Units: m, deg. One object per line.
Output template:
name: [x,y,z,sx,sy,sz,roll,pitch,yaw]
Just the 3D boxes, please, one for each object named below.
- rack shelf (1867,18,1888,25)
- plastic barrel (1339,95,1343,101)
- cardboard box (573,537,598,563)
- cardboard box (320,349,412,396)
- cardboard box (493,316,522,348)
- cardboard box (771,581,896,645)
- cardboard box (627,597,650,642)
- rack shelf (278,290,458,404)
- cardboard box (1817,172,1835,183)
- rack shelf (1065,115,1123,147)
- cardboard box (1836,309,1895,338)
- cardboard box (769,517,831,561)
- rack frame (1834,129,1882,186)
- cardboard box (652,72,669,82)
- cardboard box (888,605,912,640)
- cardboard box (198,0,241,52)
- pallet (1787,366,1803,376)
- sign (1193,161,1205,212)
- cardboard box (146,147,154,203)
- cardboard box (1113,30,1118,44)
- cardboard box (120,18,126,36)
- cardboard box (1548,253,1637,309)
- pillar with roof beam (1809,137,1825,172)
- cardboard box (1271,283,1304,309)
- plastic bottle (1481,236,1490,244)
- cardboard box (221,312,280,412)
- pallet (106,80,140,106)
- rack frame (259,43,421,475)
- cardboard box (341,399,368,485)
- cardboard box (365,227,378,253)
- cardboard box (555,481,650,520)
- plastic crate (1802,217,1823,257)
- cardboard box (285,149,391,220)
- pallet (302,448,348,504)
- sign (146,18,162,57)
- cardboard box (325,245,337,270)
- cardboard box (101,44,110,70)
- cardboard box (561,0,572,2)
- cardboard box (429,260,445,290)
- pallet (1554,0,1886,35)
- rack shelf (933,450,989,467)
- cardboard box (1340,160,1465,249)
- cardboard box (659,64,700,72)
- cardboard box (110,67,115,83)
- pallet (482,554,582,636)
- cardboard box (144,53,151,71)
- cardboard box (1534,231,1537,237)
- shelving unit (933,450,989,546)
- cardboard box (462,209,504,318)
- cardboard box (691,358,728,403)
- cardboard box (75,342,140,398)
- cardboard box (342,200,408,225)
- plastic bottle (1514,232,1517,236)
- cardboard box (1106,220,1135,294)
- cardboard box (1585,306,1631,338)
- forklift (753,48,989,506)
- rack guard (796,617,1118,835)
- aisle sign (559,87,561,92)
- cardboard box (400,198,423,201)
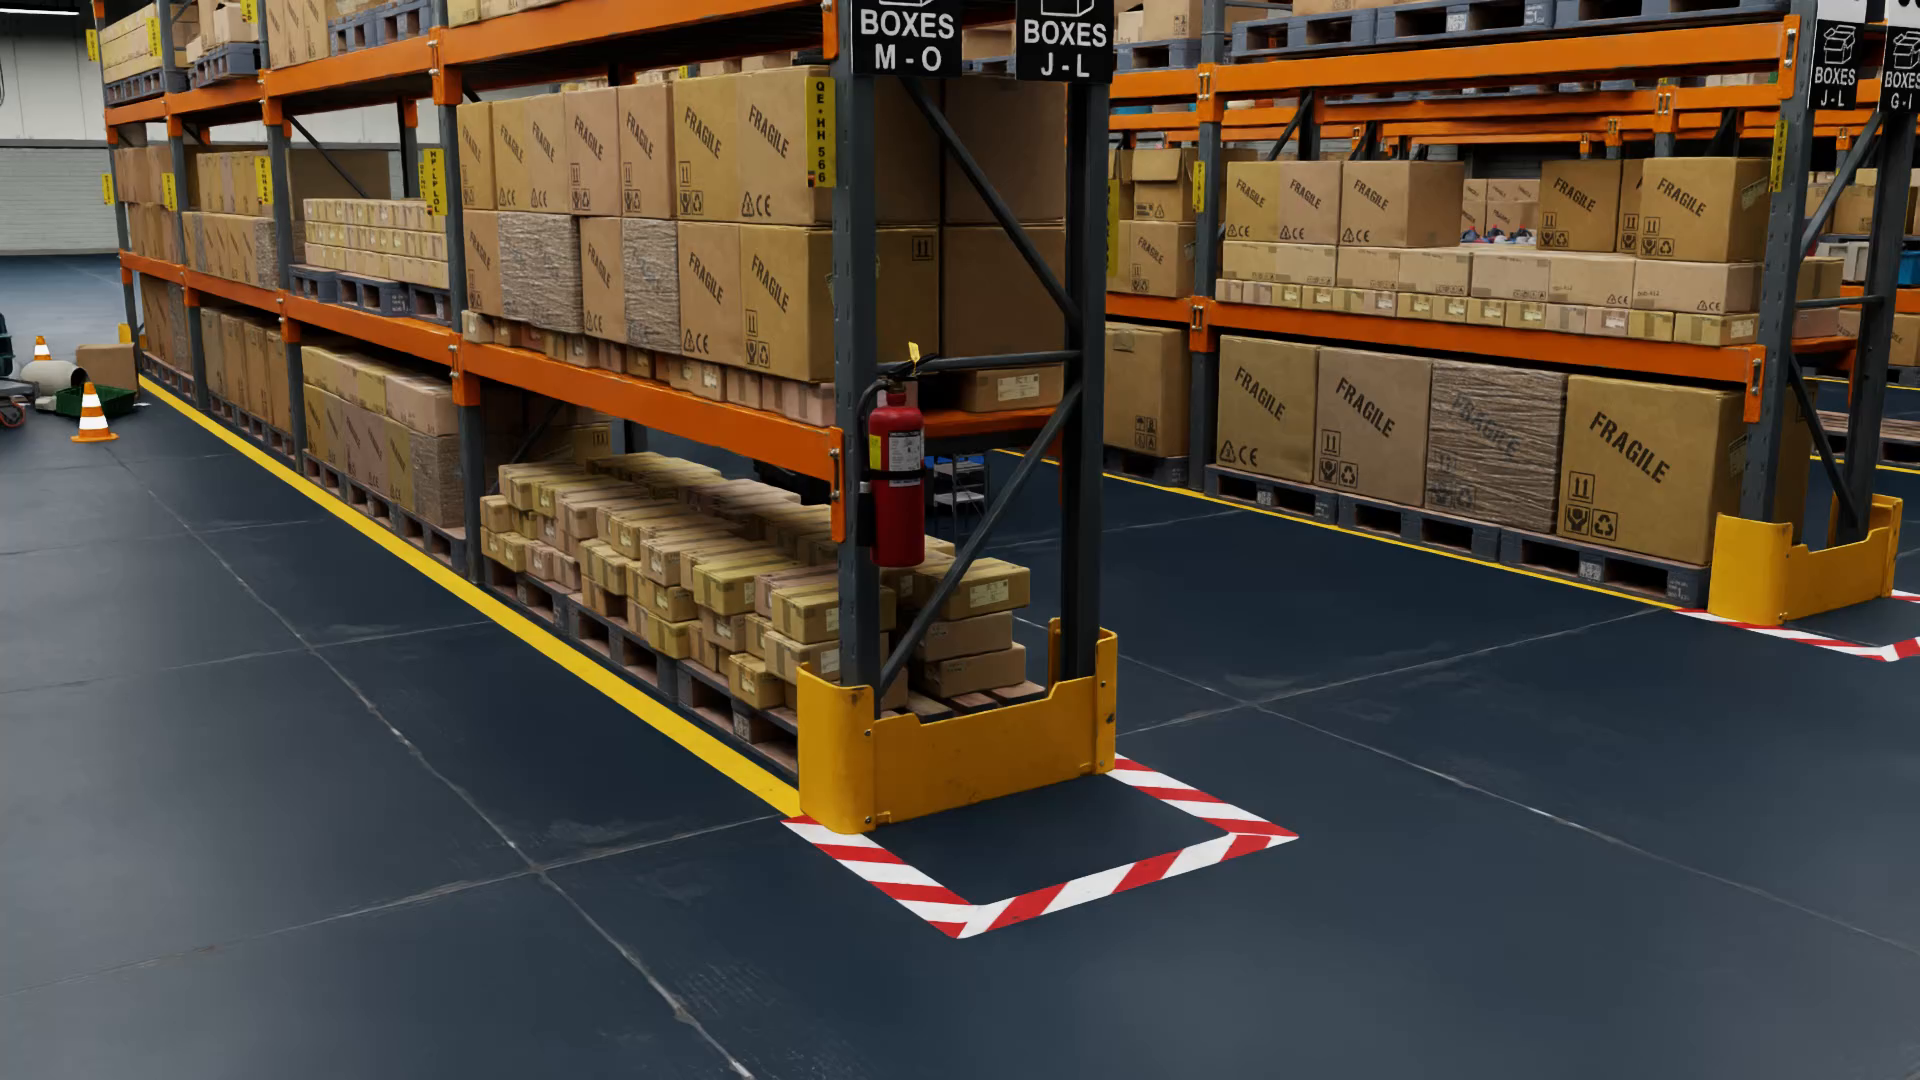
rack shelf: [13.282,-6.360,20.499,1.077,0.370,4.000,-8,15,-33]
plastic barrel: [4.009,-4.770,17.370,0.421,0.512,0.421,0,12,0]
cardboard box: [-1.571,0.026,7.715,0.380,0.149,0.250,-7,14,-30]
cardboard box: [-3.920,-1.112,11.039,0.500,0.250,0.500,-8,15,-33]
cardboard box: [-2.076,-1.043,8.198,0.380,0.149,0.250,-8,14,-31]
cardboard box: [-0.454,0.252,5.985,0.380,0.149,0.250,-8,15,-32]
cardboard box: [-1.192,0.316,7.086,0.380,0.149,0.250,-8,15,-32]
rack shelf: [-3.274,-1.296,10.451,1.077,0.370,4.000,-8,15,-33]
cardboard box: [11.958,-4.970,22.784,0.380,0.149,0.250,-11,16,-40]
rack shelf: [0.602,-5.340,21.920,1.077,0.370,4.000,-8,15,-33]
cardboard box: [9.489,-2.169,17.582,0.500,0.500,0.500,-8,15,-33]
cardboard box: [-0.595,0.004,7.122,0.380,0.149,0.250,-7,14,-31]
rack frame: [12.174,-4.331,22.647,1.000,3.000,0.127,-8,15,-33]
cardboard box: [-3.117,-4.987,18.041,0.380,0.149,0.250,-9,15,-36]
cardboard box: [-0.131,0.283,6.541,0.380,0.149,0.250,-8,15,-33]
cardboard box: [-5.578,-4.048,12.877,0.500,0.500,0.500,-8,15,-33]
pallet: [9.106,-2.028,18.641,1.003,0.211,1.213,-8,15,-33]
sign: [1.573,-2.322,10.934,0.100,0.325,0.005,-8,15,-33]
cardboard box: [-7.660,-3.675,16.766,0.875,0.550,0.500,-8,15,-33]
cardboard box: [1.319,-3.691,12.304,0.380,0.149,0.250,-9,15,-35]
cardboard box: [-8.049,-5.044,16.387,0.380,0.149,0.250,-8,15,-32]
cardboard box: [3.466,-1.367,8.745,0.500,0.250,0.500,-8,15,-34]
pillar with roof beam: [8.590,-7.086,21.201,9.100,9.000,0.400,-8,15,-33]
cardboard box: [2.198,-1.553,10.529,0.380,0.149,0.250,-8,14,-31]
plastic bottle: [4.860,-2.684,15.417,0.097,0.271,0.097,0,12,0]
cardboard box: [-5.648,-1.549,14.207,1.050,0.750,0.750,-8,15,-33]
pallet: [-8.395,-4.717,17.599,1.003,0.211,1.213,-8,15,-33]
rack frame: [-4.382,-2.003,12.001,1.000,3.000,0.127,-8,15,-33]
cardboard box: [-3.633,-0.652,10.688,0.500,0.500,0.500,-9,15,-34]
cardboard box: [-3.414,-1.845,10.186,0.380,0.149,0.250,-7,14,-31]
cardboard box: [-1.699,-0.170,7.917,0.380,0.149,0.250,-9,15,-34]
plastic crate: [6.429,-2.319,13.156,0.402,0.464,0.583,-8,15,-33]
cardboard box: [-4.622,-2.622,12.254,0.700,0.500,0.500,-8,15,-33]
pallet: [-3.950,-0.502,11.663,1.003,0.211,1.213,-8,15,-33]
sign: [-7.059,-4.405,14.568,0.100,0.325,0.005,-8,15,-33]
cardboard box: [-4.004,-1.887,11.073,0.380,0.149,0.250,-7,14,-30]
cardboard box: [-8.761,-5.101,17.584,0.500,0.250,0.500,-8,15,-33]
cardboard box: [-1.285,-2.294,6.661,0.500,0.250,0.500,-7,14,-30]
cardboard box: [-2.695,-1.468,9.157,0.380,0.149,0.250,-8,15,-32]
pallet: [3.816,-2.702,8.384,1.003,0.211,1.213,-8,15,-33]
rack shelf: [0.004,-0.494,9.747,0.258,0.077,0.200,-8,15,-33]
cardboard box: [2.630,-2.003,9.901,0.500,0.500,0.500,-9,15,-35]
cardboard box: [-2.875,-5.237,17.668,0.500,0.500,0.500,-9,15,-34]
cardboard box: [-8.611,-4.834,17.295,0.380,0.149,0.250,-8,15,-33]
pallet: [-1.764,0.186,8.519,1.003,0.211,1.213,-8,15,-33]
cardboard box: [-7.350,-4.429,15.442,0.380,0.149,0.250,-8,15,-32]
cardboard box: [7.324,-3.749,20.571,0.380,0.149,0.250,-8,15,-33]
shelving unit: [0.004,-0.438,9.759,0.258,0.900,0.210,-8,15,-33]
cardboard box: [-2.101,-1.368,8.166,0.500,0.500,0.500,-8,15,-34]
cardboard box: [-0.784,-0.616,6.247,0.380,0.149,0.250,-8,14,-31]
cardboard box: [-8.313,-1.649,16.228,0.500,0.500,0.500,-5,13,-23]
cardboard box: [-3.706,-2.085,10.585,0.380,0.149,0.250,-7,14,-30]
plastic bottle: [5.315,-2.820,16.010,0.061,0.283,0.133,-8,15,-33]
cardboard box: [1.264,-2.050,11.979,0.500,0.500,0.500,-8,14,-31]
cardboard box: [3.480,-1.142,8.652,0.380,0.149,0.250,-8,15,-33]
forklift: [-0.835,-1.872,11.560,1.130,2.935,3.031,-5,13,-22]
rack guard: [0.008,0.627,5.824,1.175,0.500,0.348,-8,15,-33]
aisle sign: [-4.913,-5.241,20.720,0.394,0.787,0.004,-8,15,-33]
cardboard box: [-3.729,-2.343,11.769,0.380,0.149,0.250,-9,15,-35]
